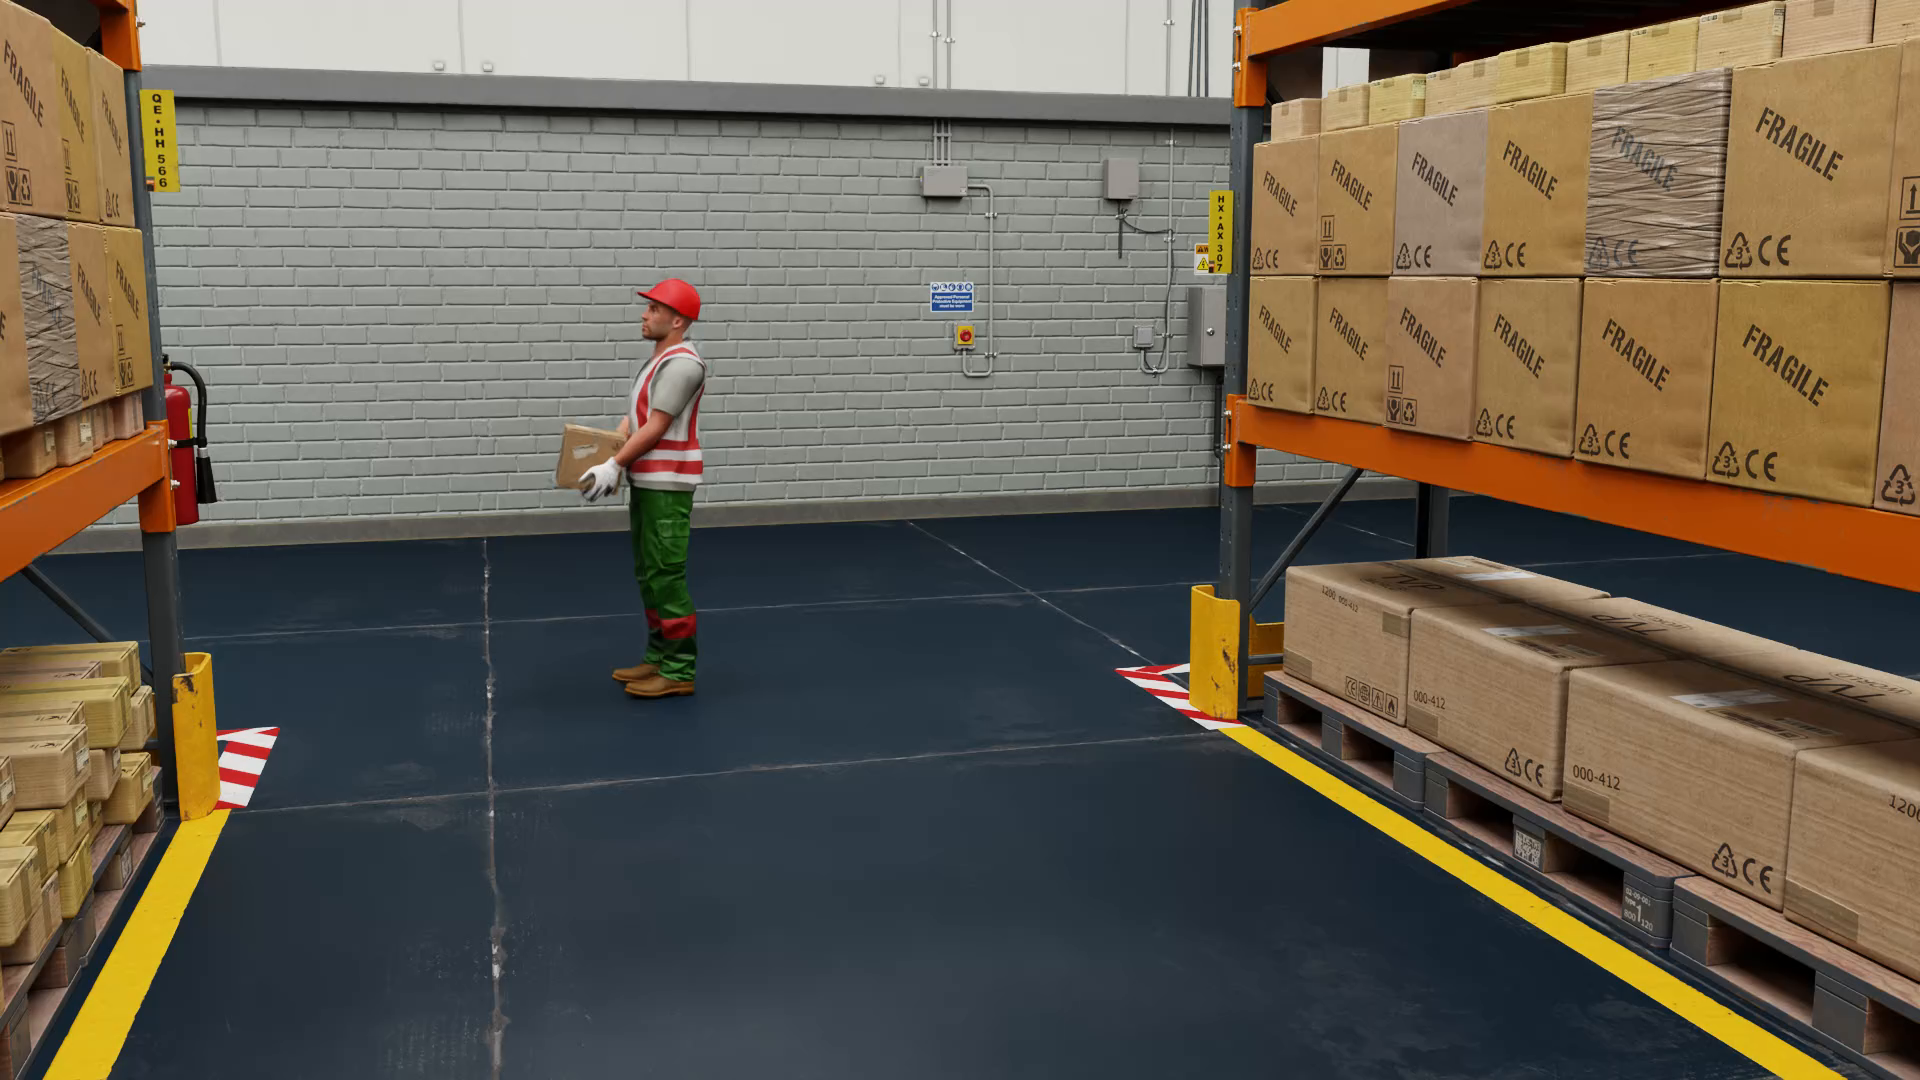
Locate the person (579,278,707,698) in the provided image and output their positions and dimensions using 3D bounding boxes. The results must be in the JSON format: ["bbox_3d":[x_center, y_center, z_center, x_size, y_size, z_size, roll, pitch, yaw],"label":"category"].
[{"bbox_3d":[-1.371,-0.218,7.143,0.556,1.792,0.506,-3,10,-20],"label":"person"}]
